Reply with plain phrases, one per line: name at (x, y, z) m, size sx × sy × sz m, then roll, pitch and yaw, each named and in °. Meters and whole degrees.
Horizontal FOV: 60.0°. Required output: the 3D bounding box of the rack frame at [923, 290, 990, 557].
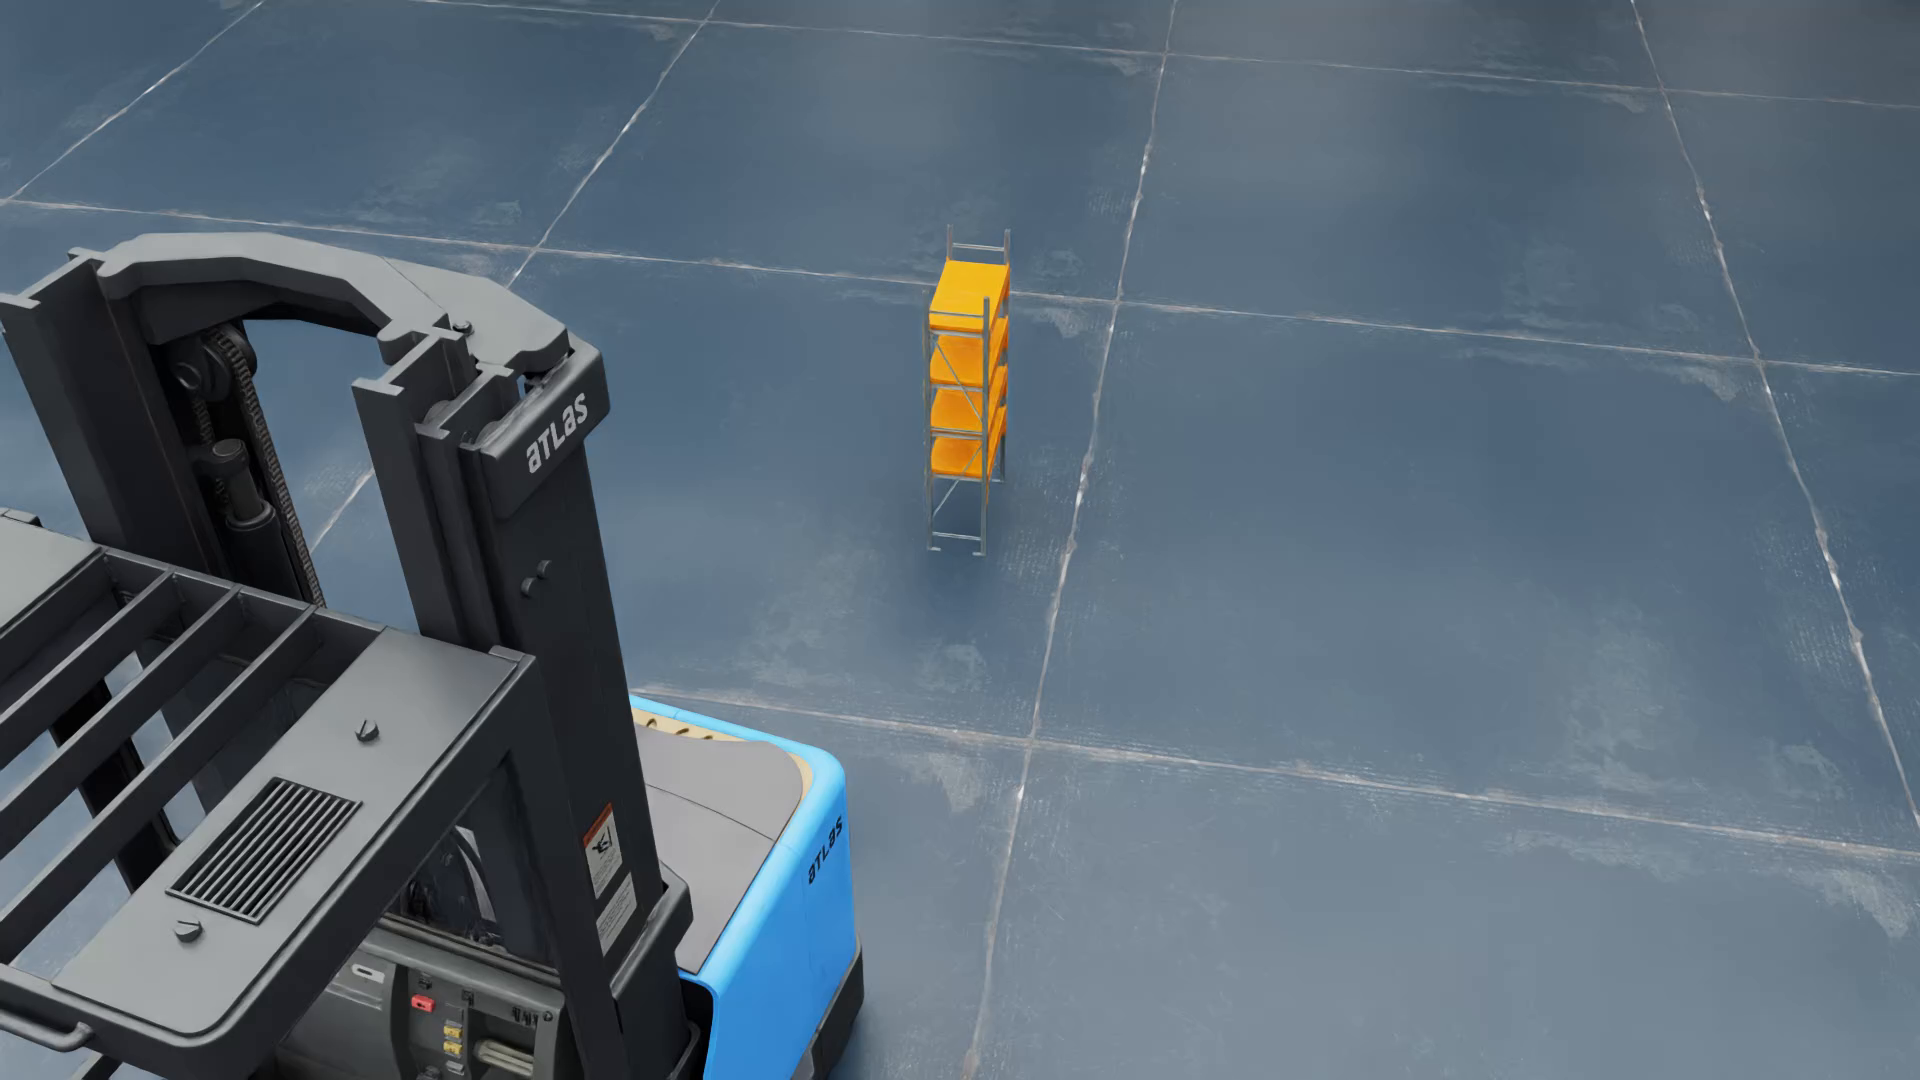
rack frame at (-0.014, -0.413, 6.308) m, size 0.240 × 1.200 × 0.015 m, roll 6°, pitch 40°, yaw 8°

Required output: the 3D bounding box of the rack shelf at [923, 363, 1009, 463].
rack shelf at (0.029, -0.514, 6.536) m, size 0.258 × 0.148 × 0.480 m, roll 6°, pitch 40°, yaw 8°

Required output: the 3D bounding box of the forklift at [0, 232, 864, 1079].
forklift at (-1.282, 1.035, 3.198) m, size 1.130 × 2.935 × 3.031 m, roll 14°, pitch 41°, yaw 16°

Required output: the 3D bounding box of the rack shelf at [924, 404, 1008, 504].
rack shelf at (0.029, -0.361, 6.663) m, size 0.258 × 0.148 × 0.480 m, roll 6°, pitch 40°, yaw 8°

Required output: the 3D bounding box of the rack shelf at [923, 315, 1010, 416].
rack shelf at (0.029, -0.687, 6.394) m, size 0.258 × 0.148 × 0.480 m, roll 6°, pitch 40°, yaw 8°

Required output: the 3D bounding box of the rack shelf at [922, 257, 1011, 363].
rack shelf at (0.029, -0.869, 6.243) m, size 0.258 × 0.148 × 0.480 m, roll 6°, pitch 40°, yaw 8°

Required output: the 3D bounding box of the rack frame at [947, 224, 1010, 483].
rack frame at (0.071, -0.719, 6.679) m, size 0.240 × 1.200 × 0.015 m, roll 6°, pitch 40°, yaw 8°

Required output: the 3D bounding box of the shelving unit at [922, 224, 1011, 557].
shelving unit at (0.029, -0.566, 6.493) m, size 0.258 × 1.200 × 0.503 m, roll 6°, pitch 40°, yaw 8°
